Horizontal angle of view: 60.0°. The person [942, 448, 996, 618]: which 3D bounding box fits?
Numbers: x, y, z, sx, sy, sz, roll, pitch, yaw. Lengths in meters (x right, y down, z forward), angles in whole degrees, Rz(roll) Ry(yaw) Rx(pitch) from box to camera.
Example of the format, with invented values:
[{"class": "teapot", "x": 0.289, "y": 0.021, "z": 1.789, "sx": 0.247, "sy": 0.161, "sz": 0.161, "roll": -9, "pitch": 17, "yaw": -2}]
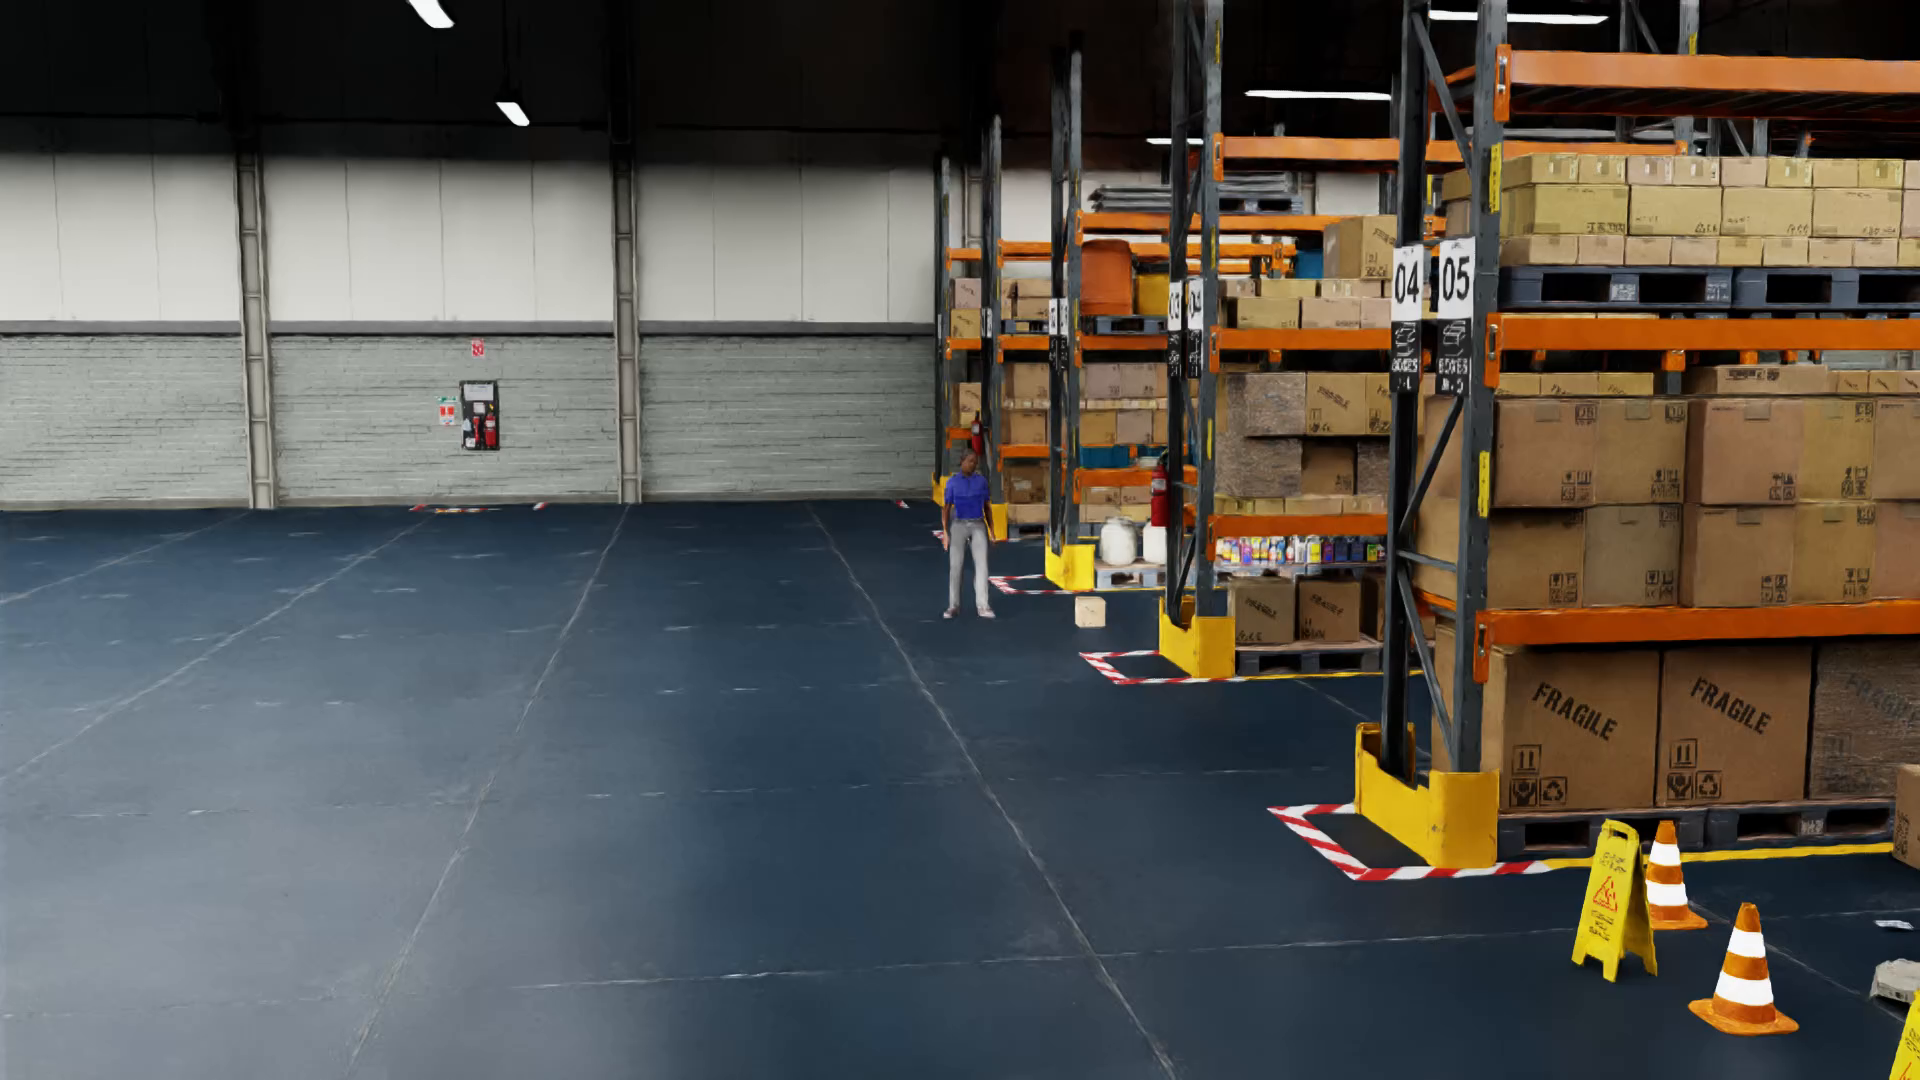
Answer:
[{"class": "person", "x": 0.089, "y": -0.065, "z": 16.274, "sx": 0.527, "sy": 1.660, "sz": 0.451, "roll": -1, "pitch": 7, "yaw": -7}]
